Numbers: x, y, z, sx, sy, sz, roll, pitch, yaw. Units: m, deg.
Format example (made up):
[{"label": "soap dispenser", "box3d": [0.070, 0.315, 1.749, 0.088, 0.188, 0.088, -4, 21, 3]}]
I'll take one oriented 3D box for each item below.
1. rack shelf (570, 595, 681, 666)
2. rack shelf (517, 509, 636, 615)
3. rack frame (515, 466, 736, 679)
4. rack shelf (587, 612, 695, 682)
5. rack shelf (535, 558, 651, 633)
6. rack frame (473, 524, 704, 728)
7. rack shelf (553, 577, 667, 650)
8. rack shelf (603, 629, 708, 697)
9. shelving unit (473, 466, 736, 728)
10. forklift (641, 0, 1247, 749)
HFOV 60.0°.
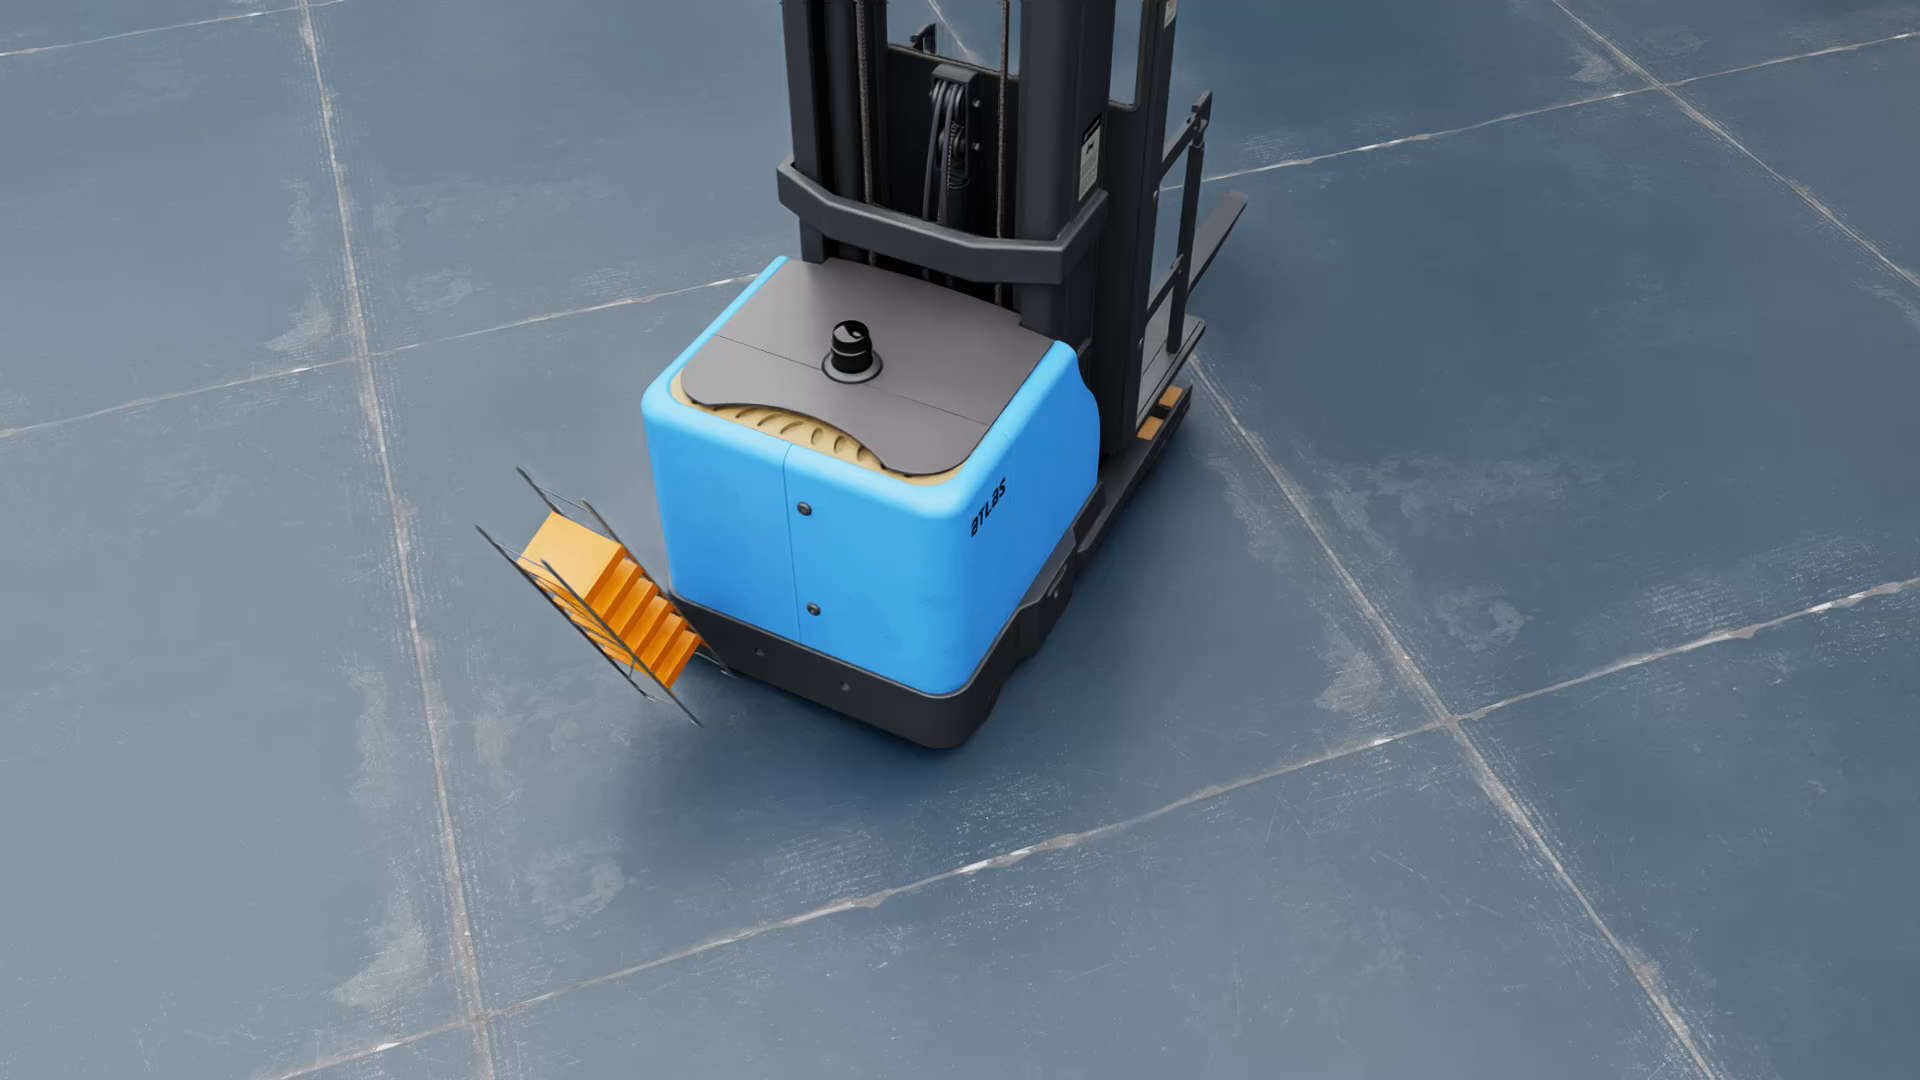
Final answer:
[{"label": "rack shelf", "box3d": [-0.959, 0.217, 4.753, 0.258, 0.103, 0.180, 24, 71, 22]}, {"label": "rack shelf", "box3d": [-1.029, 0.058, 4.437, 0.258, 0.103, 0.180, 24, 71, 22]}, {"label": "rack frame", "box3d": [-0.922, 0.123, 4.741, 0.240, 1.200, 0.006, 24, 71, 22]}, {"label": "rack shelf", "box3d": [-0.936, 0.270, 4.858, 0.258, 0.103, 0.180, 24, 71, 22]}, {"label": "rack shelf", "box3d": [-1.006, 0.111, 4.542, 0.258, 0.103, 0.180, 24, 71, 22]}, {"label": "rack frame", "box3d": [-1.013, 0.272, 4.686, 0.240, 1.200, 0.006, 24, 71, 22]}, {"label": "rack shelf", "box3d": [-0.982, 0.164, 4.648, 0.258, 0.103, 0.180, 24, 71, 22]}, {"label": "rack shelf", "box3d": [-0.913, 0.323, 4.963, 0.258, 0.103, 0.180, 24, 71, 22]}, {"label": "shelving unit", "box3d": [-0.968, 0.198, 4.714, 0.258, 1.200, 0.189, 24, 71, 22]}, {"label": "forklift", "box3d": [0.201, -1.452, 5.128, 1.130, 2.935, 3.031, 20, 48, 19]}]
